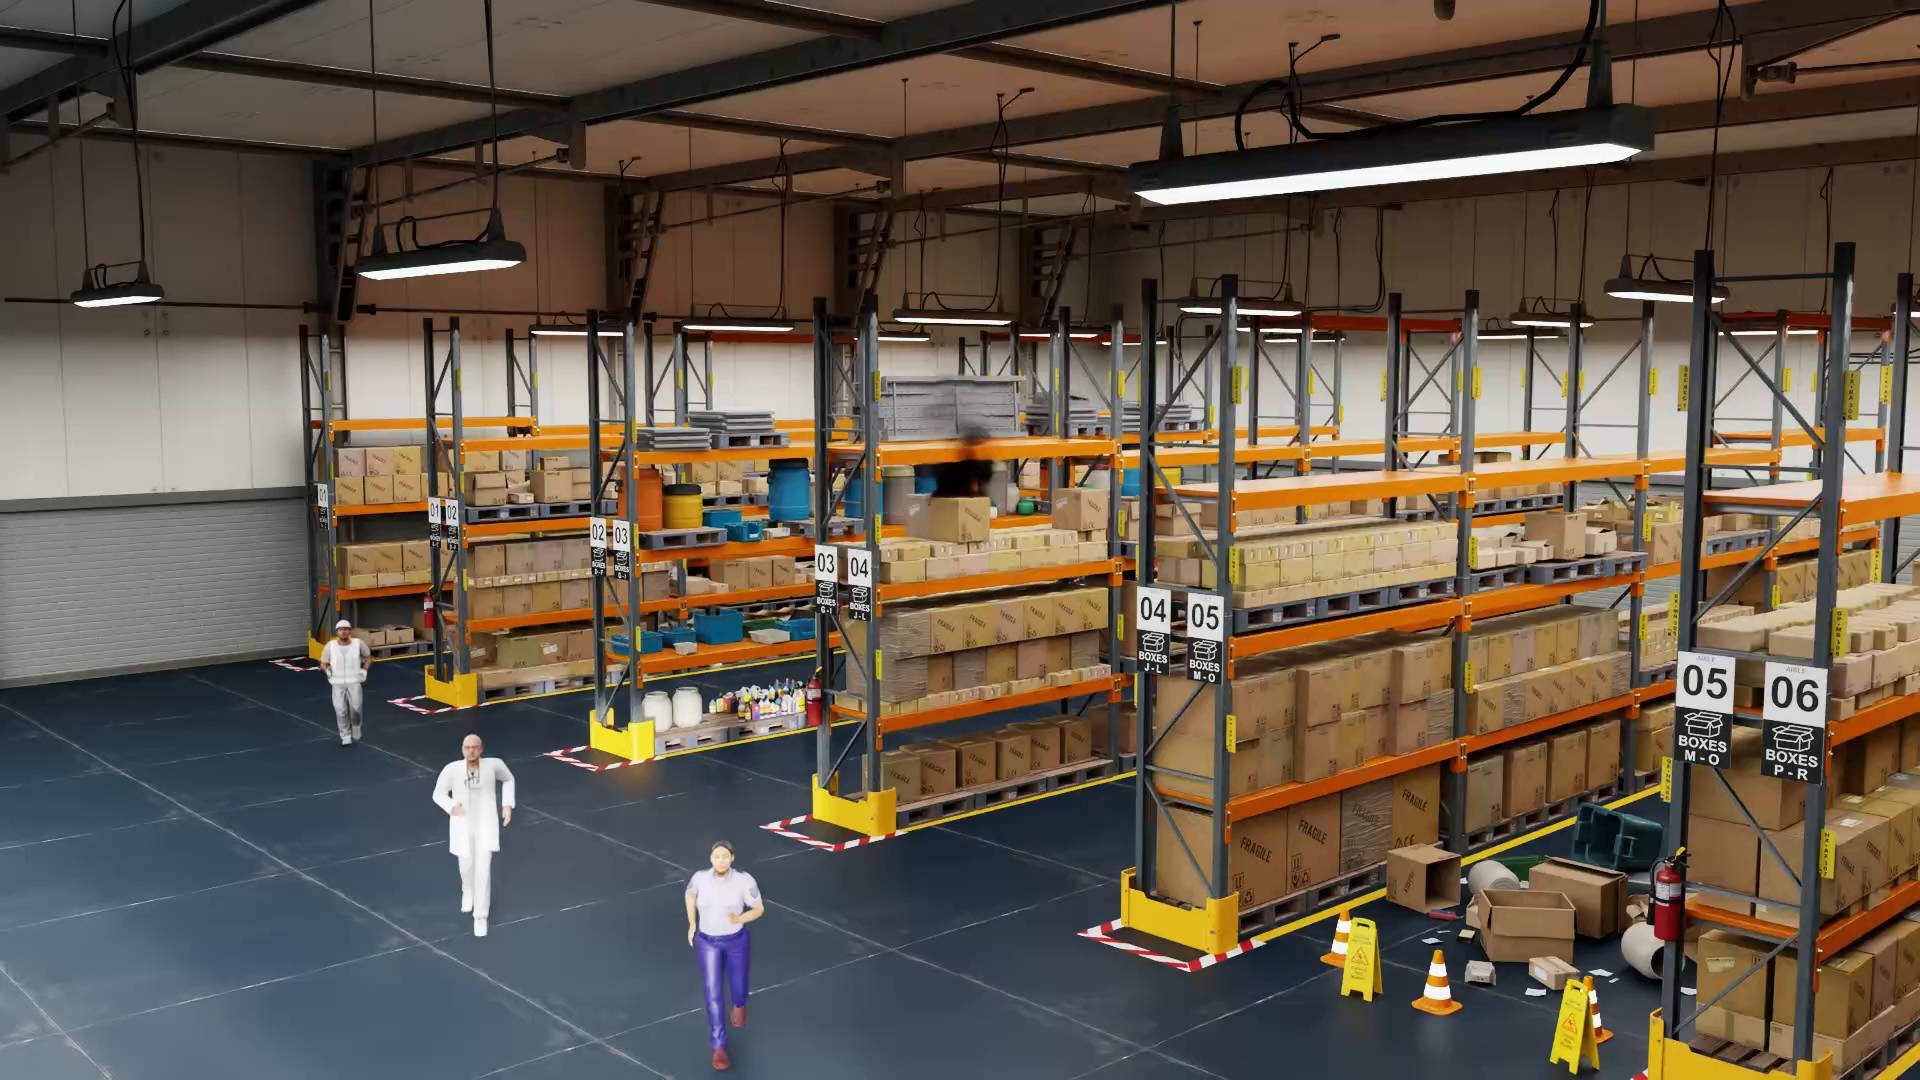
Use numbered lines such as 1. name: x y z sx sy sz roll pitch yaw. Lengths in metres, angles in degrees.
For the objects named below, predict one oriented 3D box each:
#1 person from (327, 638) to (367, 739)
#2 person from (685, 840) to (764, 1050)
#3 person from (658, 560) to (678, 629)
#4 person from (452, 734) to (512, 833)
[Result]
1. person: -8.453 2.085 22.947 0.505 1.406 0.549 -2 6 -17
2. person: -1.787 3.031 12.627 0.607 1.570 0.792 0 6 -5
3. person: -5.428 1.158 31.171 0.640 1.788 0.819 4 7 34
4. person: -4.521 2.265 15.454 0.694 0.908 0.584 -1 6 -13
